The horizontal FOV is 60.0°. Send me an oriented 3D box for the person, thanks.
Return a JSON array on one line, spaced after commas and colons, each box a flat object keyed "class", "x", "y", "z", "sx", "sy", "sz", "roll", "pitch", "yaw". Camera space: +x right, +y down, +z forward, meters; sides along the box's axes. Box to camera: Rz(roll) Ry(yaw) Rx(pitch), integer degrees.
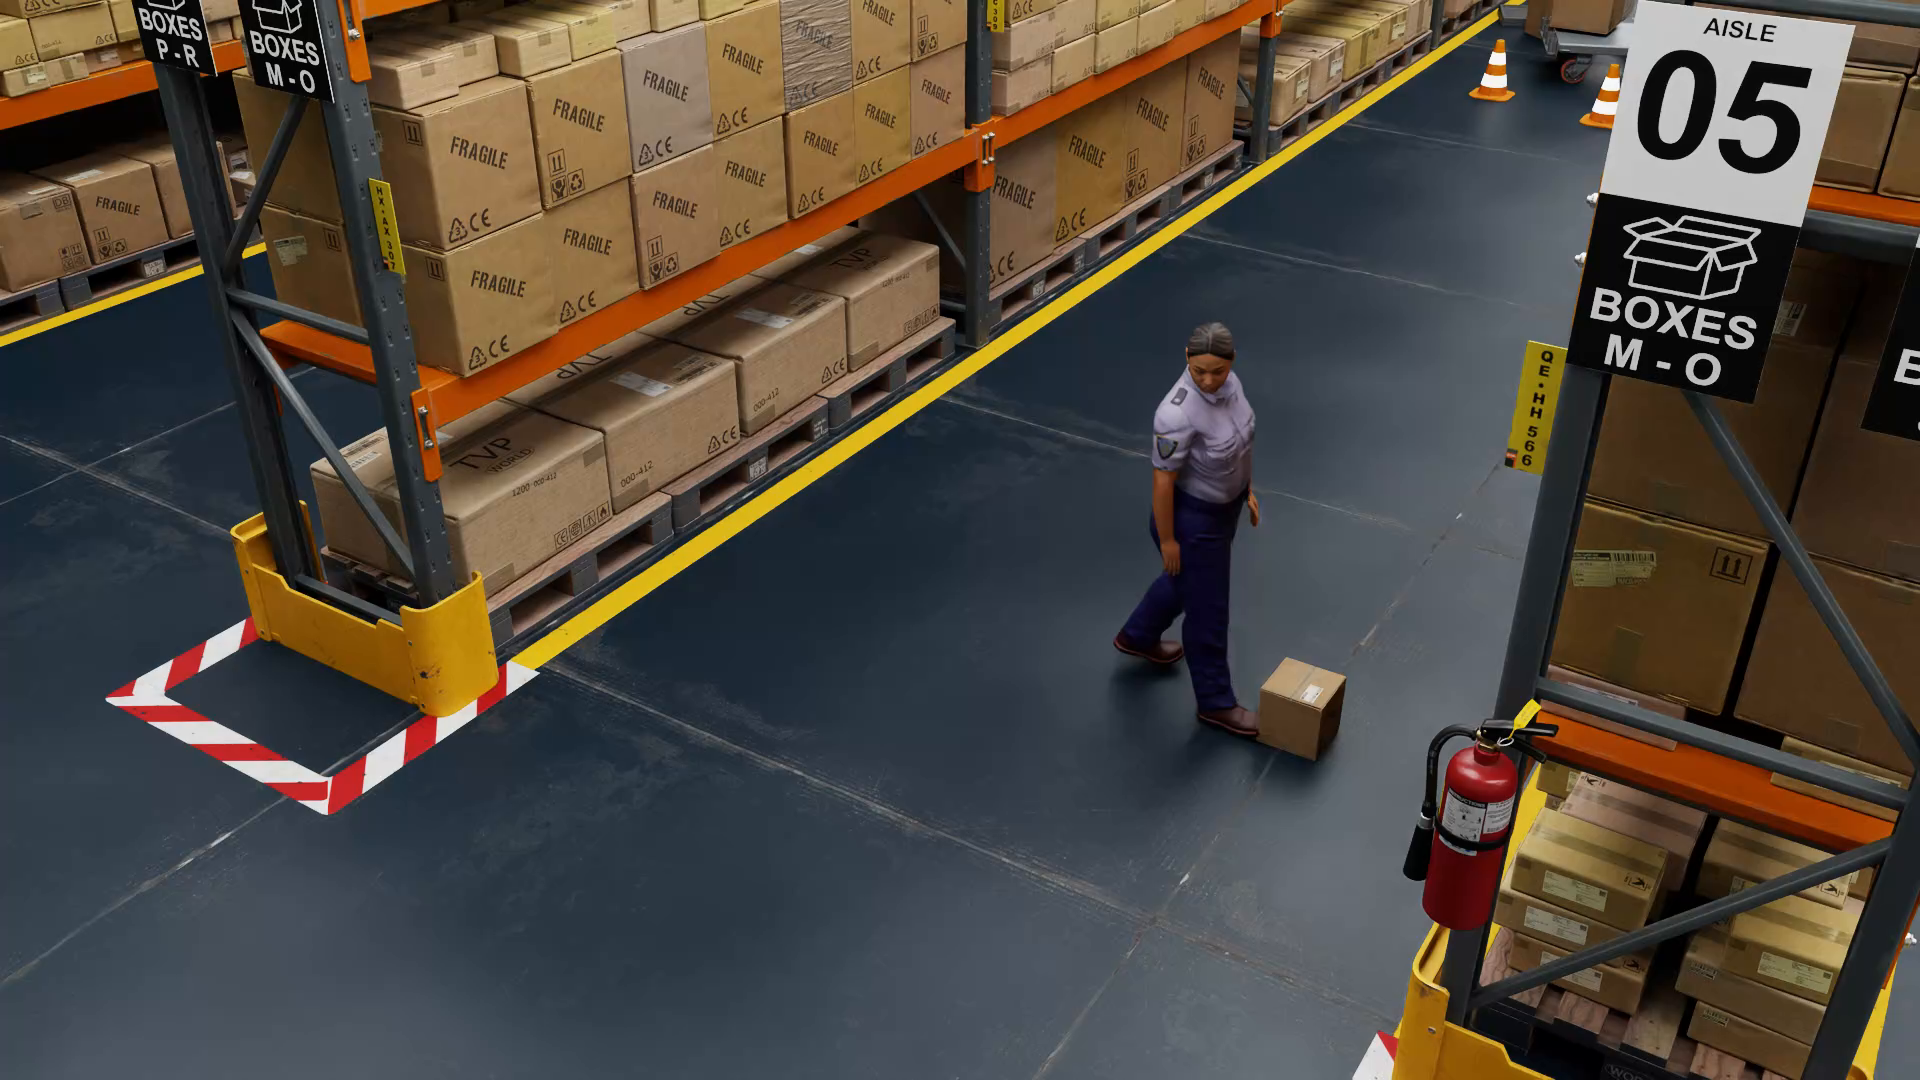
[{"class": "person", "x": 0.921, "y": -0.080, "z": 6.258, "sx": 0.739, "sy": 1.630, "sz": 0.506, "roll": 14, "pitch": 34, "yaw": 23}]
